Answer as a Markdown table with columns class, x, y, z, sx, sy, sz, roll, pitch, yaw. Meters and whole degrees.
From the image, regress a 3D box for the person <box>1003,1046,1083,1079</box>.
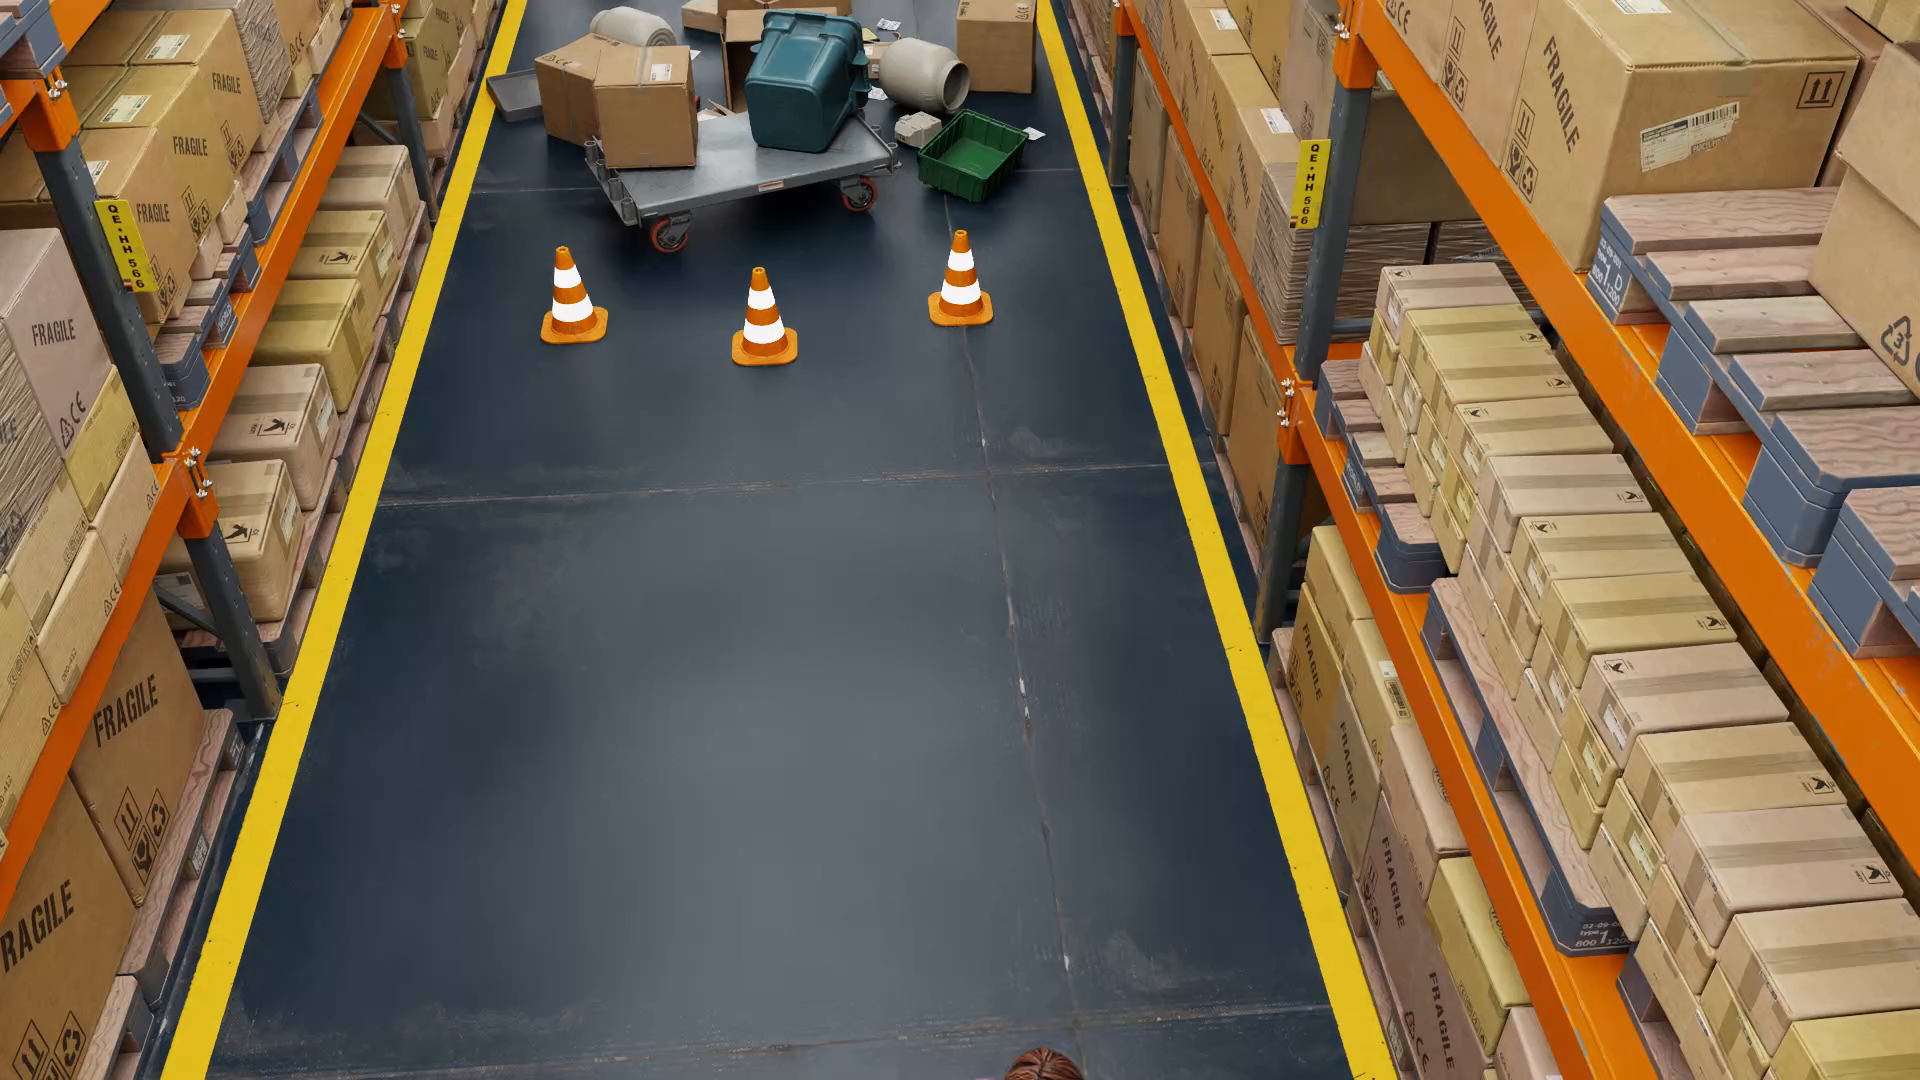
| class | x | y | z | sx | sy | sz | roll | pitch | yaw |
| --- | --- | --- | --- | --- | --- | --- | --- | --- | --- |
| person | 0.159 | 1.738 | 4.032 | 0.422 | 1.586 | 0.497 | 3 | 40 | 4 |
